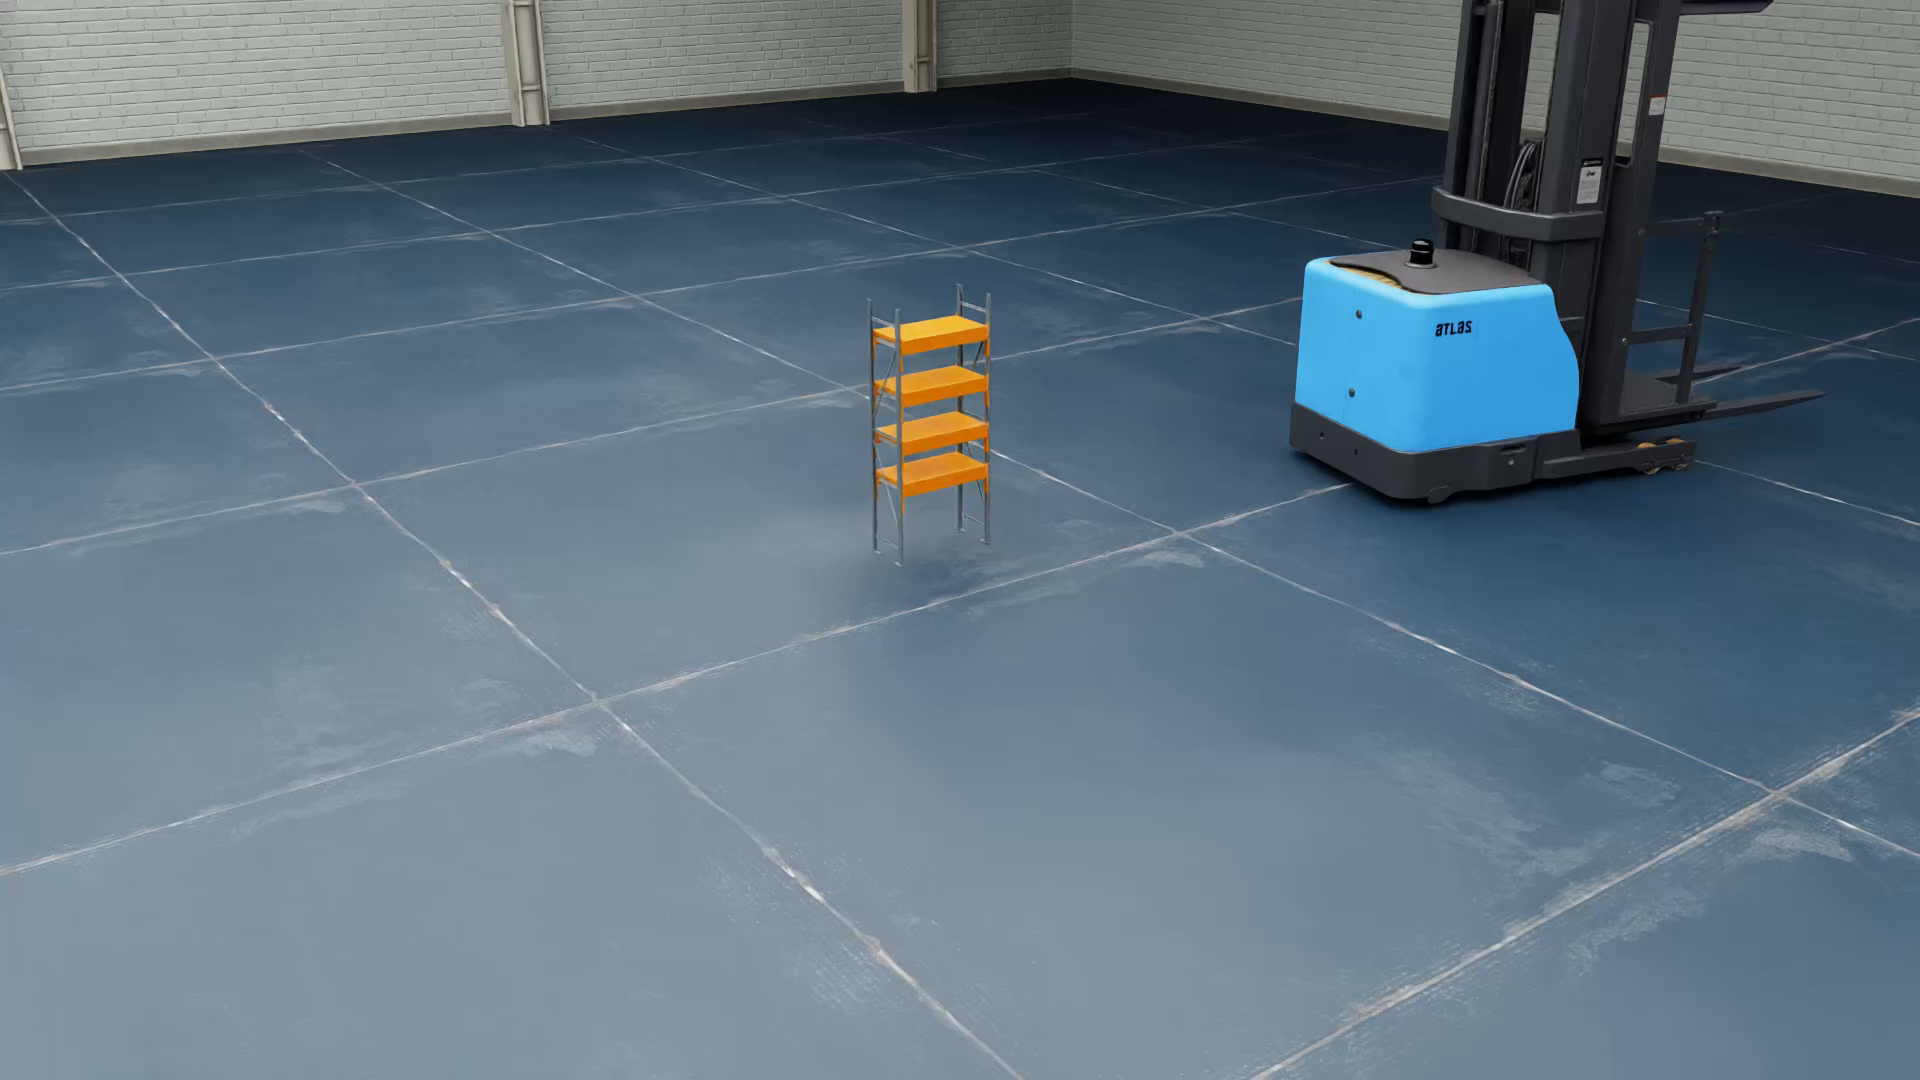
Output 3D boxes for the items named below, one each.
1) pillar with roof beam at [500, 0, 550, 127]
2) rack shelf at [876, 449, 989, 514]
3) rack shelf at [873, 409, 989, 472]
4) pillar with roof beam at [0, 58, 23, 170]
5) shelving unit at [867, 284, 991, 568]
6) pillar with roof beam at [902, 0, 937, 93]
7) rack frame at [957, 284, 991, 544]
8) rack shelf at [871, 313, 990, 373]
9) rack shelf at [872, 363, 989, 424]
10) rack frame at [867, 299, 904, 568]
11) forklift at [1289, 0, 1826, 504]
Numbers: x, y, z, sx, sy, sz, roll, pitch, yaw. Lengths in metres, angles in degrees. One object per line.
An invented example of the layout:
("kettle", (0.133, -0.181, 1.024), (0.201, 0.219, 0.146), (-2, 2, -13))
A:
("pillar with roof beam", (-2.942, -8.173, 16.237), (0.400, 9.000, 9.100), (-15, 26, -33))
("rack shelf", (-0.134, -0.275, 7.683), (0.480, 0.148, 0.258), (-15, 26, -33))
("rack shelf", (-0.134, -0.459, 7.609), (0.480, 0.148, 0.258), (-15, 26, -33))
("pillar with roof beam", (-7.812, -6.875, 12.983), (0.400, 9.000, 9.100), (-15, 26, -33))
("shelving unit", (-0.134, -0.521, 7.584), (0.503, 1.200, 0.258), (-15, 26, -33))
("pillar with roof beam", (1.929, -9.472, 19.492), (0.400, 9.000, 9.100), (-15, 26, -33))
("rack frame", (0.064, -0.574, 7.717), (0.015, 1.200, 0.240), (-15, 26, -33))
("rack shelf", (-0.134, -0.886, 7.439), (0.480, 0.148, 0.258), (-15, 26, -33))
("rack shelf", (-0.134, -0.667, 7.526), (0.480, 0.148, 0.258), (-15, 26, -33))
("rack frame", (-0.332, -0.469, 7.452), (0.015, 1.200, 0.240), (-15, 26, -33))
("forklift", (3.353, -1.878, 8.647), (3.031, 2.935, 1.130), (-9, 23, -21))
